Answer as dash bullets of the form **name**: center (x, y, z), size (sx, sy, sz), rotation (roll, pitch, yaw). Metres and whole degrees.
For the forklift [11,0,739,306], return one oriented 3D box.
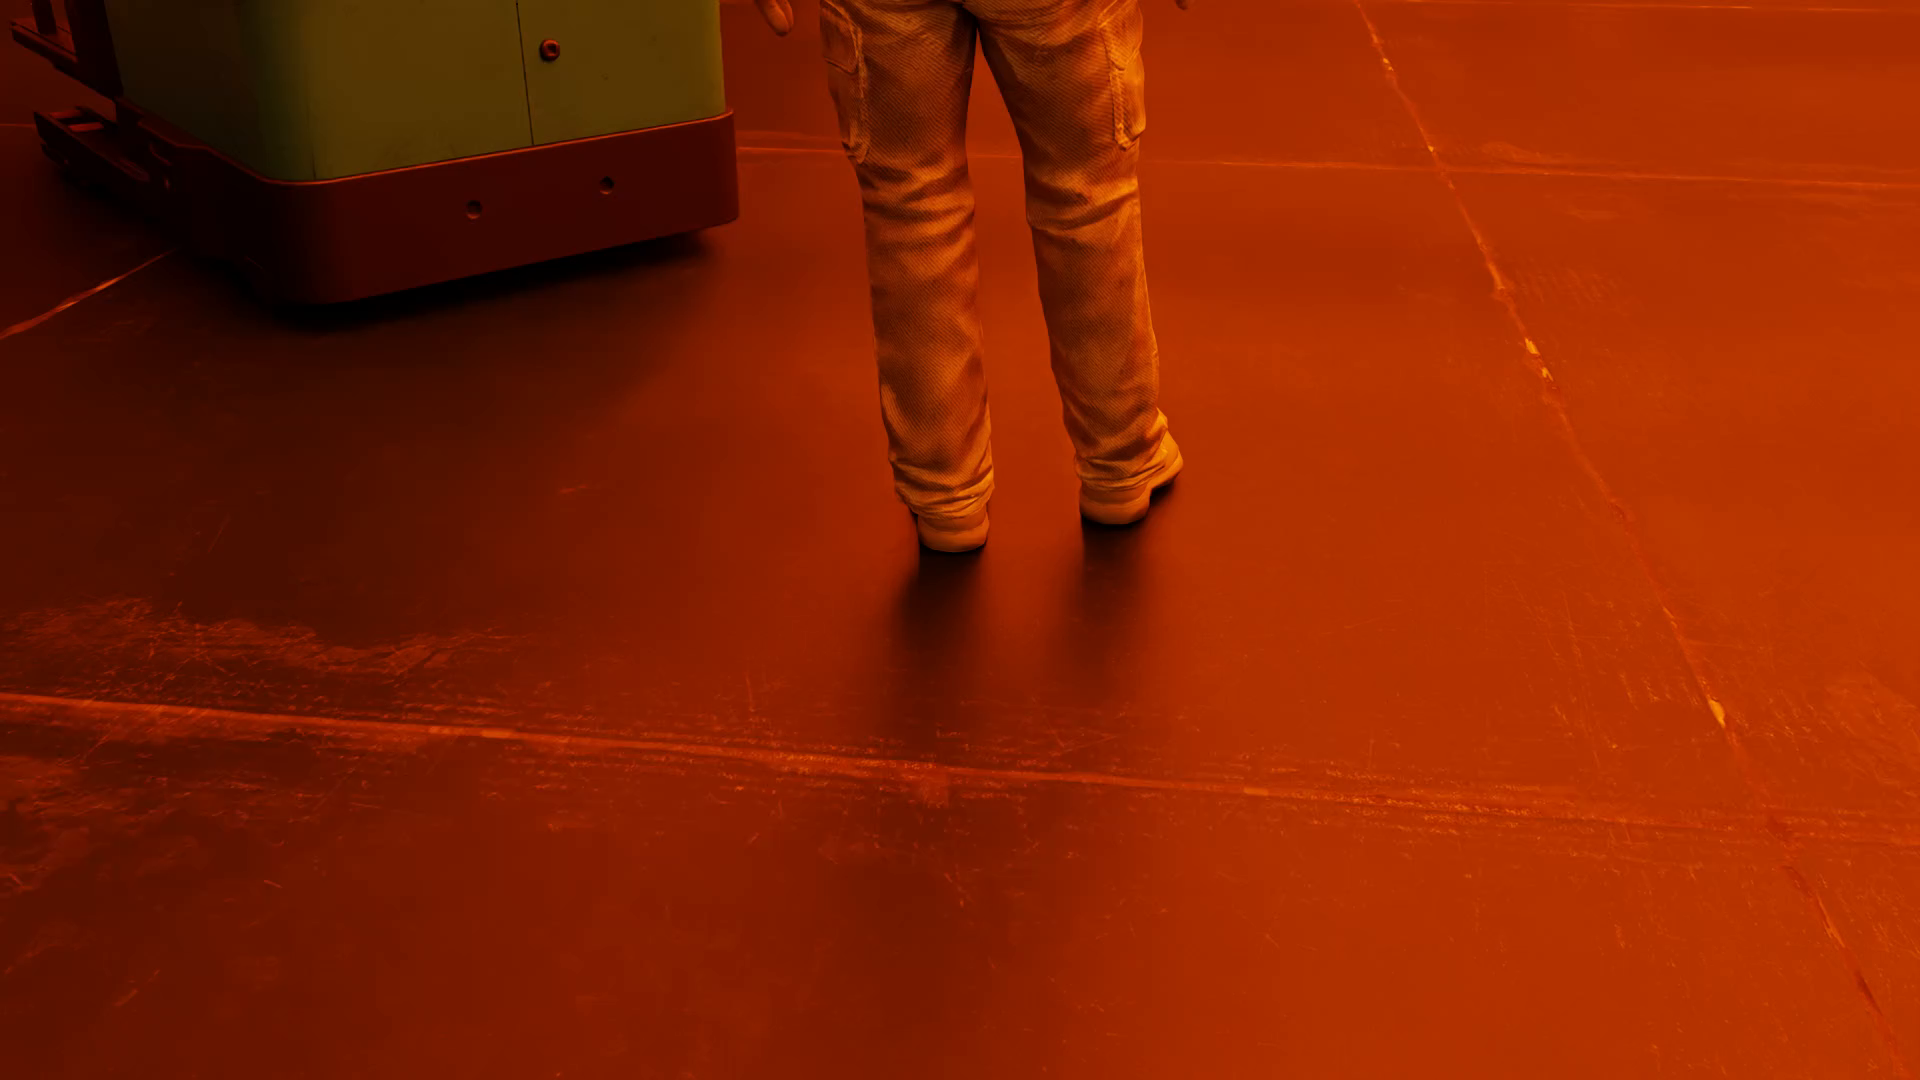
- **forklift**: center (-1.832, -2.361, 3.950), size (1.130, 2.935, 3.031), rotation (-20, 33, -35)

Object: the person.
- **person**: center (0.018, -0.836, 2.162), size (0.657, 1.785, 0.575), rotation (3, 27, 7)
